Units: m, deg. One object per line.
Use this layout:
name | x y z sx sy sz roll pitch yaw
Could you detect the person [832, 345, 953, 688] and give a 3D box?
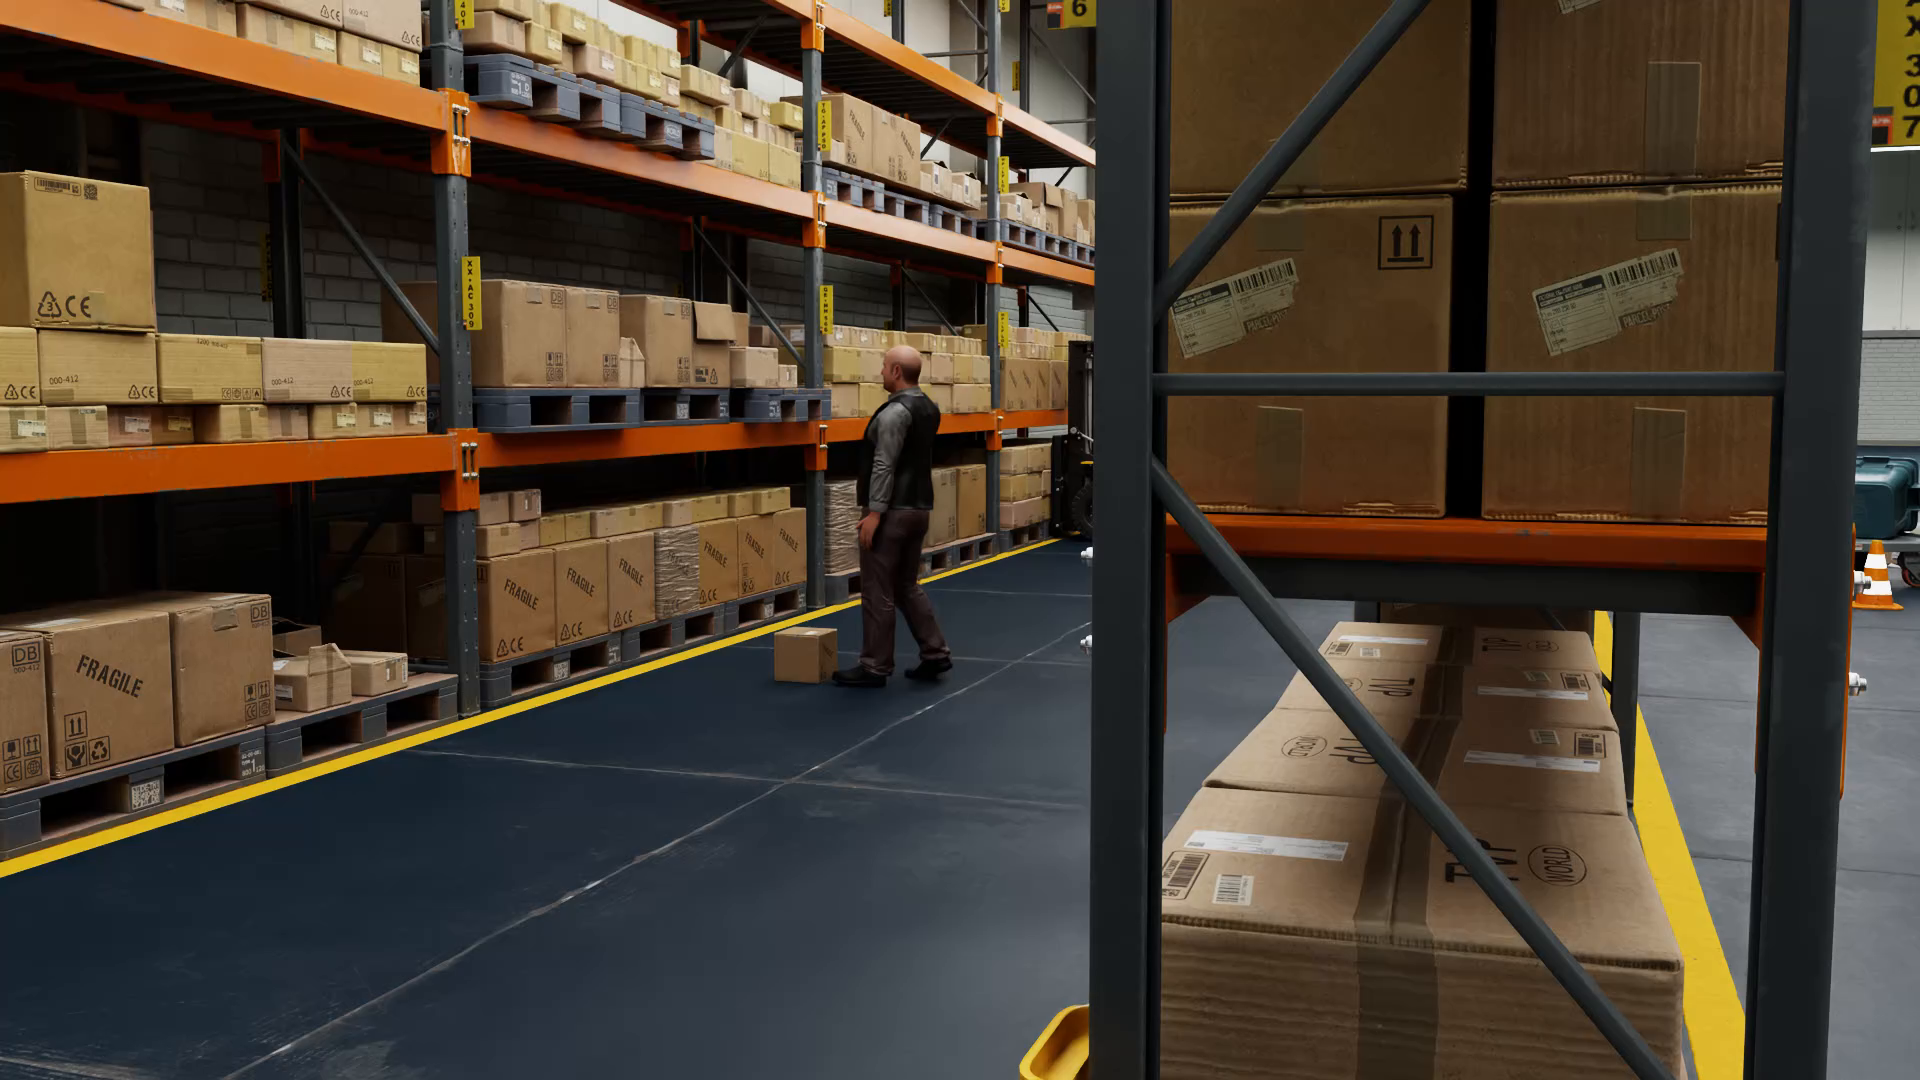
person | -0.363 -0.111 8.461 0.524 1.746 0.576 2 6 25
